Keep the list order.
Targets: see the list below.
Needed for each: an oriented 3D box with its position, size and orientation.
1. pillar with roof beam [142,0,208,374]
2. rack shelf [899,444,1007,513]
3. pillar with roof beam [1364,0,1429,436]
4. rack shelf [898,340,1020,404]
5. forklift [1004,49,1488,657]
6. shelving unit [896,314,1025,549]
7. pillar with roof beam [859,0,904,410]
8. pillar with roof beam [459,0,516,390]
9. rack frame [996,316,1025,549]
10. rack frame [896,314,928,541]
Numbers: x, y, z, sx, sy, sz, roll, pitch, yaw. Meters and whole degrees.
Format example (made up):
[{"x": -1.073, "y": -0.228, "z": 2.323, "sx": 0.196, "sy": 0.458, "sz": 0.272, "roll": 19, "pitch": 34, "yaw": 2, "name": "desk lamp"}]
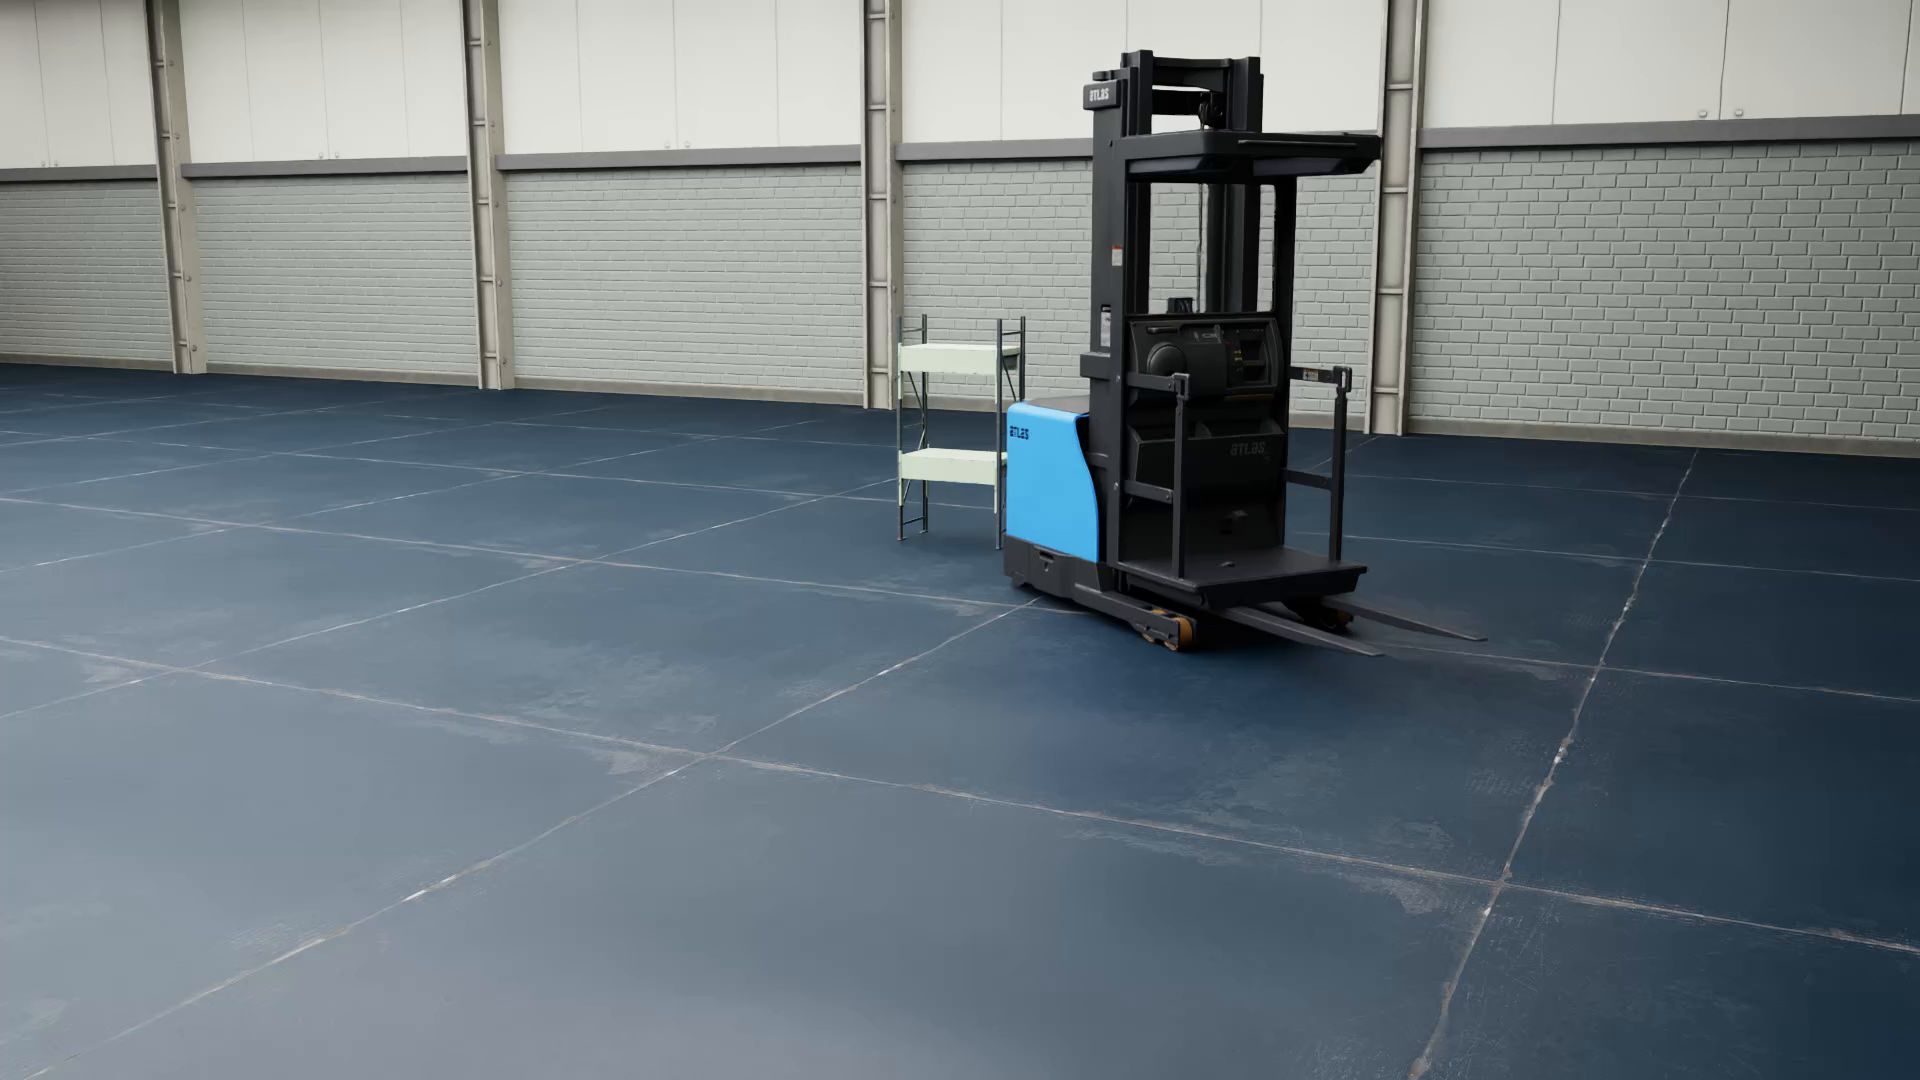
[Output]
[{"x": -13.584, "y": -6.279, "z": 20.659, "sx": 0.400, "sy": 9.000, "sz": 9.100, "roll": 5, "pitch": 11, "yaw": 26, "name": "pillar with roof beam"}, {"x": 0.006, "y": -0.417, "z": 11.152, "sx": 0.720, "sy": 0.370, "sz": 0.431, "roll": 5, "pitch": 11, "yaw": 26, "name": "rack shelf"}, {"x": 2.558, "y": -4.861, "z": 12.821, "sx": 0.400, "sy": 9.000, "sz": 9.100, "roll": 5, "pitch": 11, "yaw": 26, "name": "pillar with roof beam"}, {"x": 0.006, "y": -1.122, "z": 11.024, "sx": 0.720, "sy": 0.370, "sz": 0.431, "roll": 5, "pitch": 11, "yaw": 26, "name": "rack shelf"}, {"x": 1.387, "y": -0.988, "z": 8.457, "sx": 1.130, "sy": 2.935, "sz": 3.031, "roll": -5, "pitch": 12, "yaw": -27, "name": "forklift"}, {"x": 0.006, "y": -0.737, "z": 11.094, "sx": 0.755, "sy": 1.500, "sz": 0.431, "roll": 5, "pitch": 11, "yaw": 26, "name": "shelving unit"}, {"x": -2.823, "y": -5.334, "z": 15.434, "sx": 0.400, "sy": 9.000, "sz": 9.100, "roll": 5, "pitch": 11, "yaw": 26, "name": "pillar with roof beam"}, {"x": -8.203, "y": -5.807, "z": 18.046, "sx": 0.400, "sy": 9.000, "sz": 9.100, "roll": 5, "pitch": 11, "yaw": 26, "name": "pillar with roof beam"}, {"x": 0.334, "y": -0.709, "z": 10.934, "sx": 0.023, "sy": 1.500, "sz": 0.400, "roll": 5, "pitch": 11, "yaw": 26, "name": "rack frame"}, {"x": -0.322, "y": -0.766, "z": 11.253, "sx": 0.023, "sy": 1.500, "sz": 0.400, "roll": 5, "pitch": 11, "yaw": 26, "name": "rack frame"}]
